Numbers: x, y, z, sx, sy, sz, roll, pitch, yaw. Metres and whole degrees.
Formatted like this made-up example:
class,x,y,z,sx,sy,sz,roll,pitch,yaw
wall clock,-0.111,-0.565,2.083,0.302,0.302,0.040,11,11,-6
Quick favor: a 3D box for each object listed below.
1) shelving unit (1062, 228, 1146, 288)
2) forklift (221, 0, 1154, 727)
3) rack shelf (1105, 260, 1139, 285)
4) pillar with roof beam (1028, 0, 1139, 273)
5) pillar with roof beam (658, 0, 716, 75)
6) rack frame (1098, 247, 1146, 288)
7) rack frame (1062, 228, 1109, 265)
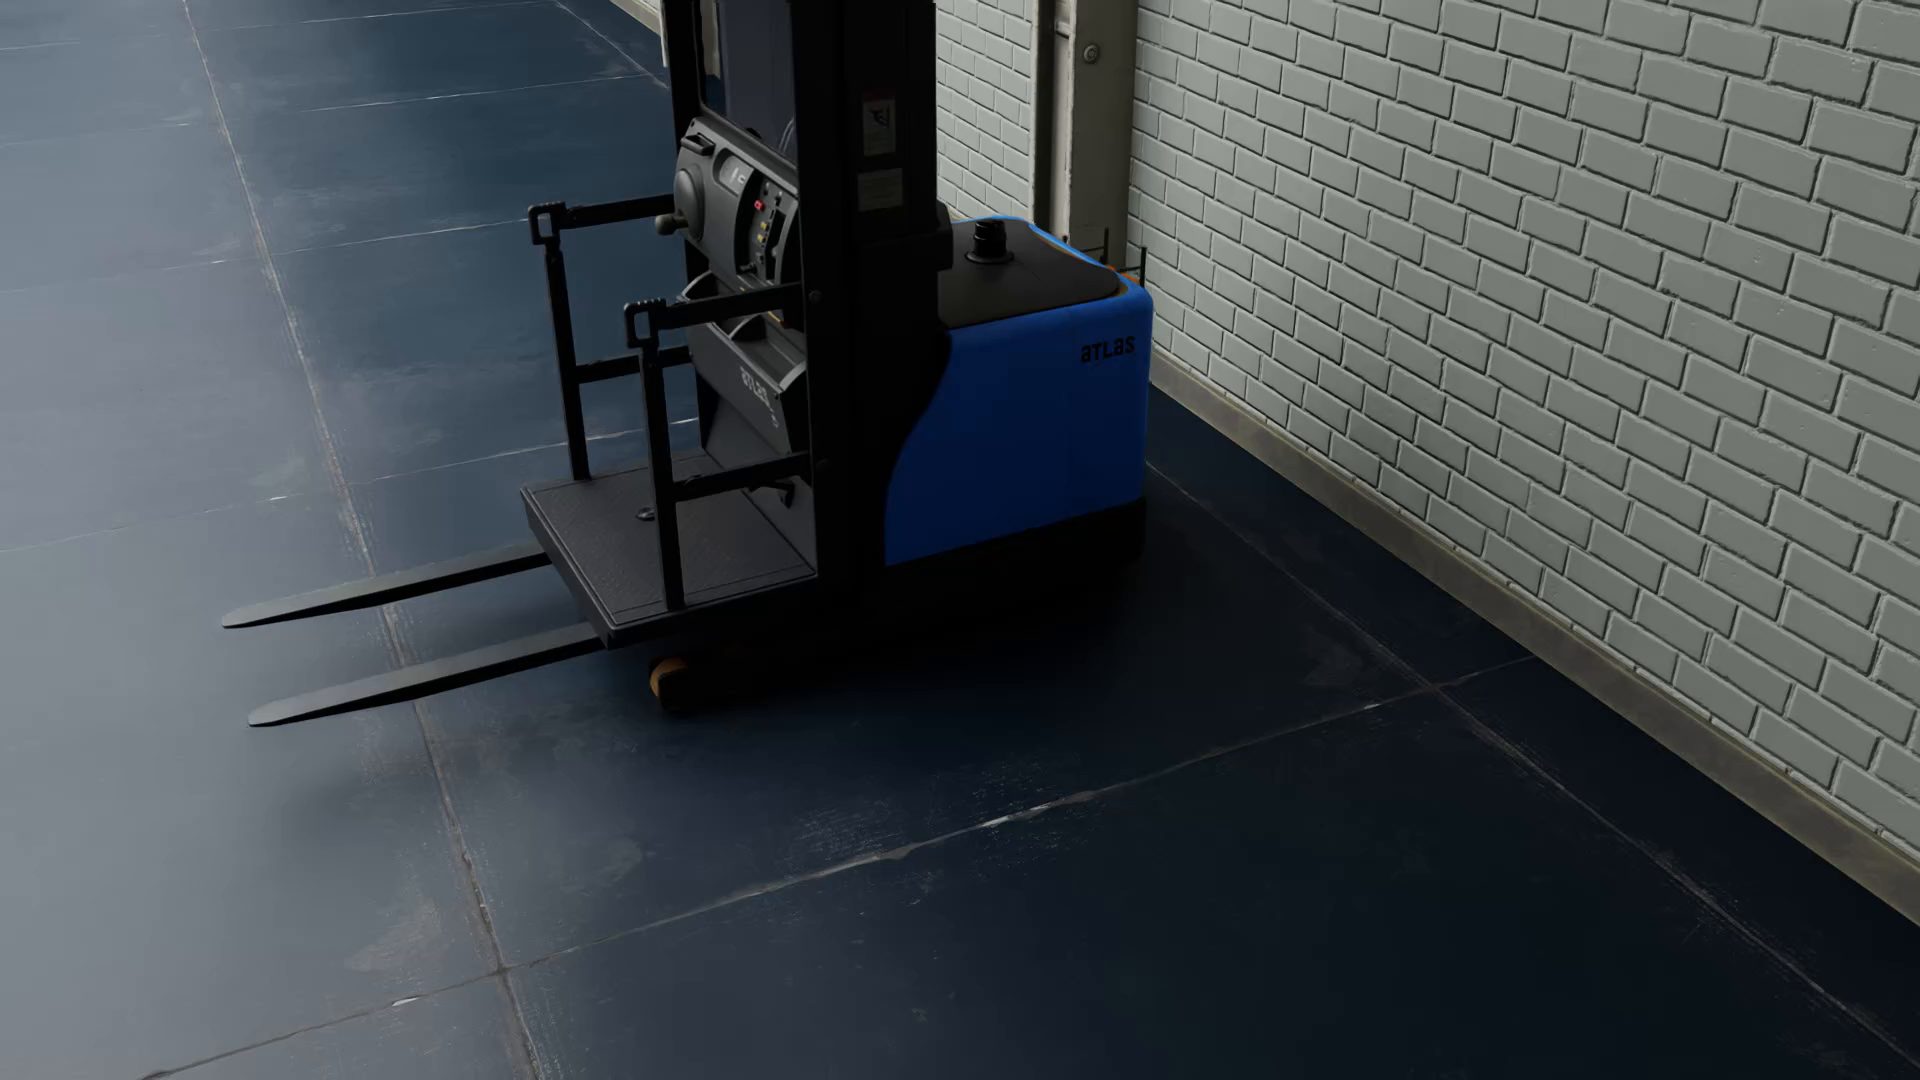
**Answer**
class,x,y,z,sx,sy,sz,roll,pitch,yaw
shelving unit,0.522,-0.625,6.291,0.215,1.050,0.252,-15,33,-25
forklift,-0.883,-1.034,5.098,3.031,2.935,1.130,-15,32,-24
rack shelf,0.522,-0.863,6.157,0.215,0.259,0.240,-15,33,-25
pillar with roof beam,-3.354,-3.935,4.067,9.100,9.000,0.400,-13,32,-22
pillar with roof beam,-5.930,-6.585,8.793,9.100,9.000,0.400,-13,32,-22
rack frame,0.581,-0.573,6.198,0.200,1.050,0.008,-15,33,-25
rack frame,0.463,-0.677,6.384,0.200,1.050,0.008,-15,33,-25
